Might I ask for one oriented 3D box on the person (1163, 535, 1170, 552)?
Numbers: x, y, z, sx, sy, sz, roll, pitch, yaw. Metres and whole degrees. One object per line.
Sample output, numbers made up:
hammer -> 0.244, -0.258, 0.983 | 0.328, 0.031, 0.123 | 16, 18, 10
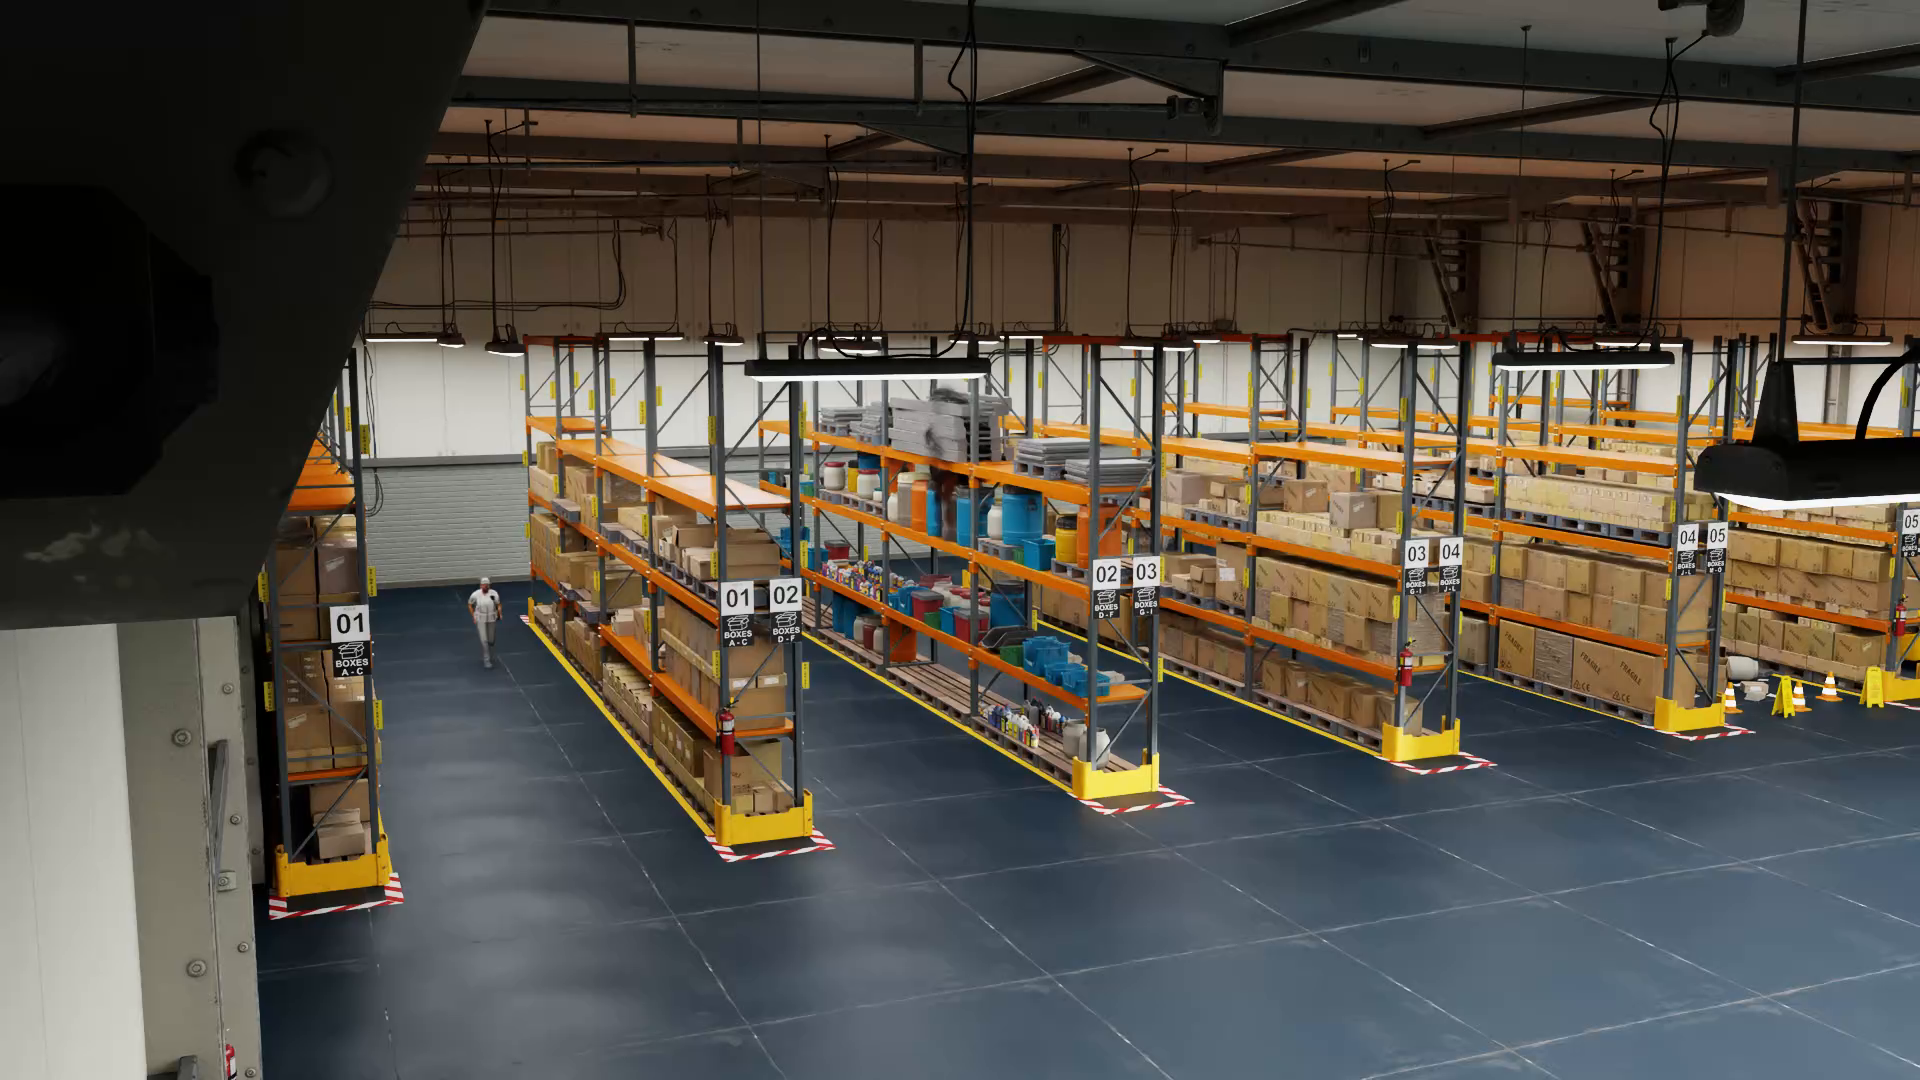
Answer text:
person -> 5.160, -0.159, 42.337 | 0.622, 1.746, 0.668 | -7, 10, -43

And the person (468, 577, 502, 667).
person -> -8.734, 1.479, 30.578 | 0.592, 1.637, 0.764 | -4, 8, -26
